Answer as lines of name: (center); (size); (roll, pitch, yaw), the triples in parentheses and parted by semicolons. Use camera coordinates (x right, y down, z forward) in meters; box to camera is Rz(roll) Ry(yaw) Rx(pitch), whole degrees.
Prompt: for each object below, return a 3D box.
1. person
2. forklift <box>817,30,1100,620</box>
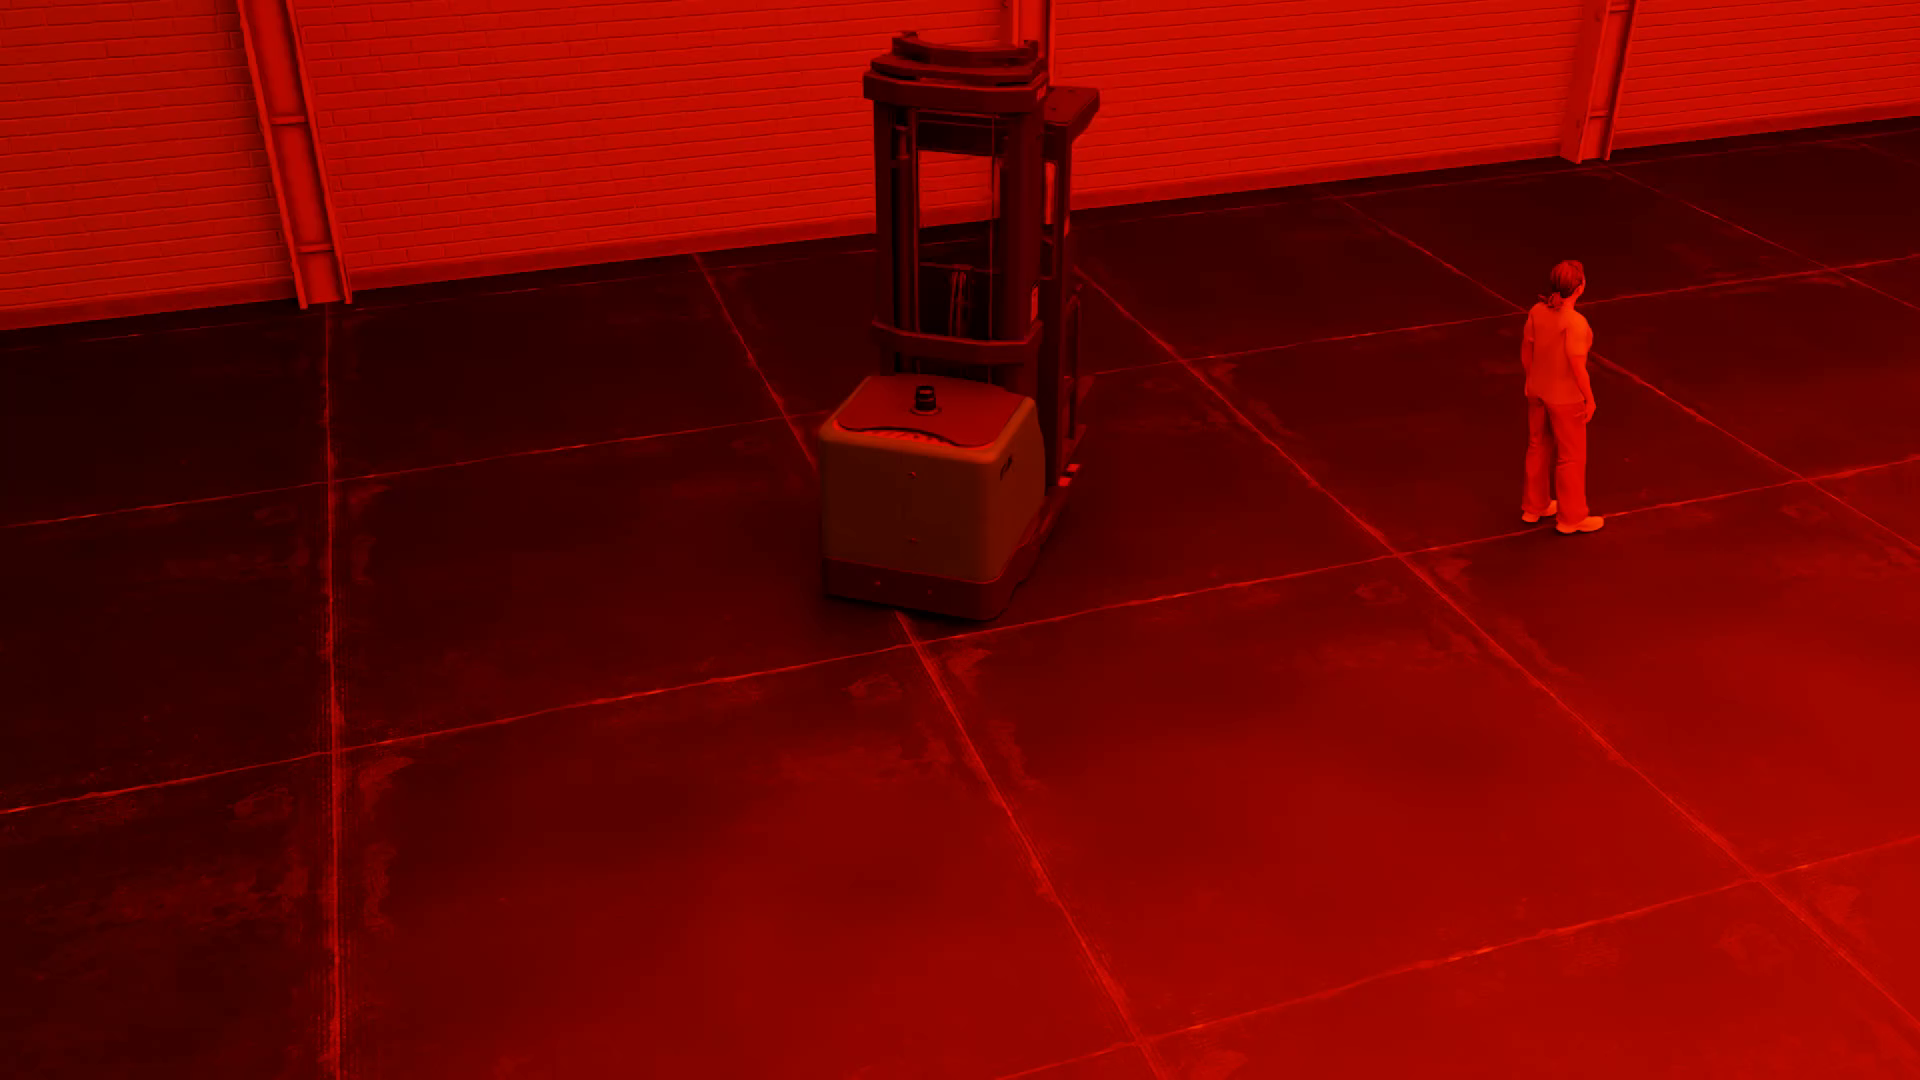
person: (3.579, -0.862, 9.834); (0.543, 1.677, 0.547); (-13, 32, -21)
forklift: (0.154, -1.552, 9.785); (1.130, 2.935, 3.031); (9, 31, 15)
